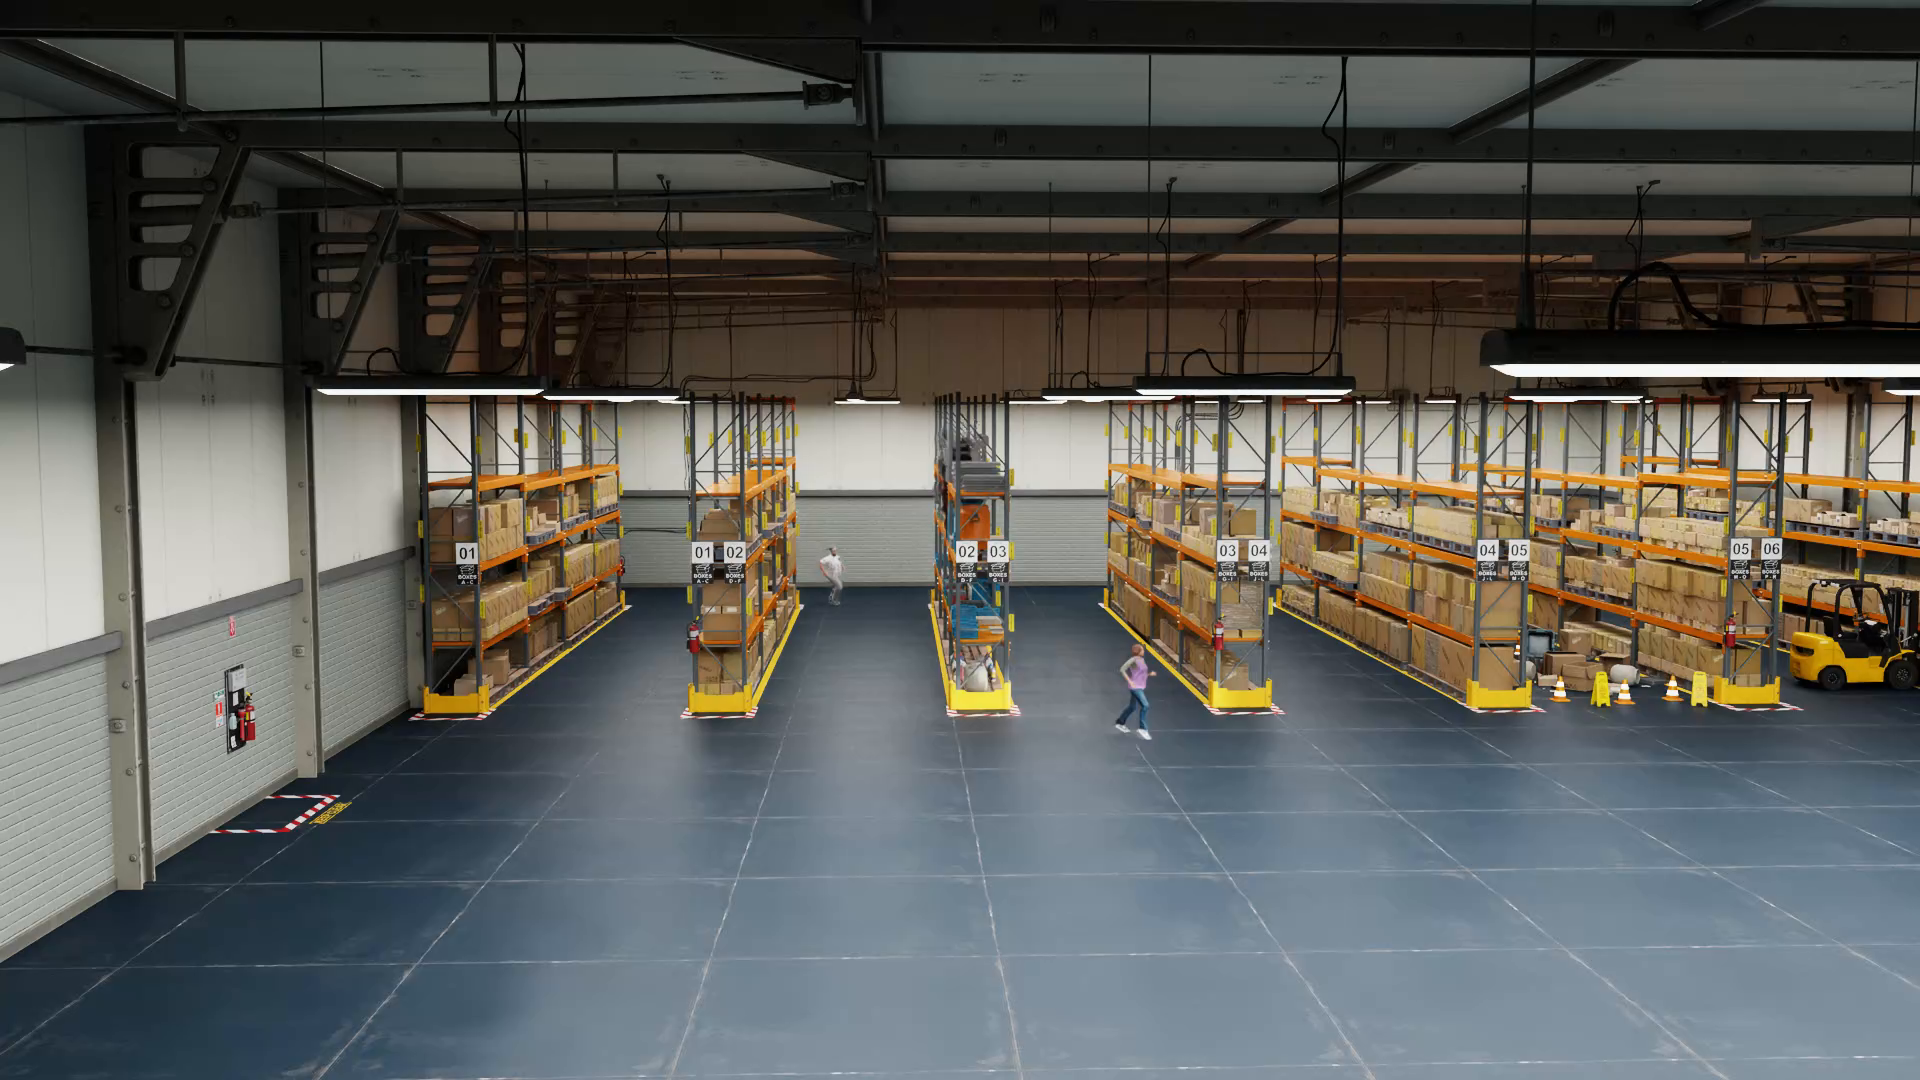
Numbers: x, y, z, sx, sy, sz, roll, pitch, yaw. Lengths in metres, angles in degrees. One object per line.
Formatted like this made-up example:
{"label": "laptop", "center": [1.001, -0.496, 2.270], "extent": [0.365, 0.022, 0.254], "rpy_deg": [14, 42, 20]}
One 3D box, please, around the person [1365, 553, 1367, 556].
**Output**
{"label": "person", "center": [11.459, 1.180, 46.400], "extent": [0.689, 1.685, 0.739], "rpy_deg": [0, 5, -6]}

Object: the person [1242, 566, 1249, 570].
{"label": "person", "center": [8.039, 1.098, 46.953], "extent": [0.657, 1.807, 0.832], "rpy_deg": [0, 5, 4]}

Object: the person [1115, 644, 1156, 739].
{"label": "person", "center": [3.047, 2.616, 28.851], "extent": [0.736, 1.647, 0.523], "rpy_deg": [2, 5, 23]}

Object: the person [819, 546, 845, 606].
{"label": "person", "center": [-3.620, 1.044, 47.816], "extent": [0.679, 1.764, 0.735], "rpy_deg": [3, 6, 34]}
